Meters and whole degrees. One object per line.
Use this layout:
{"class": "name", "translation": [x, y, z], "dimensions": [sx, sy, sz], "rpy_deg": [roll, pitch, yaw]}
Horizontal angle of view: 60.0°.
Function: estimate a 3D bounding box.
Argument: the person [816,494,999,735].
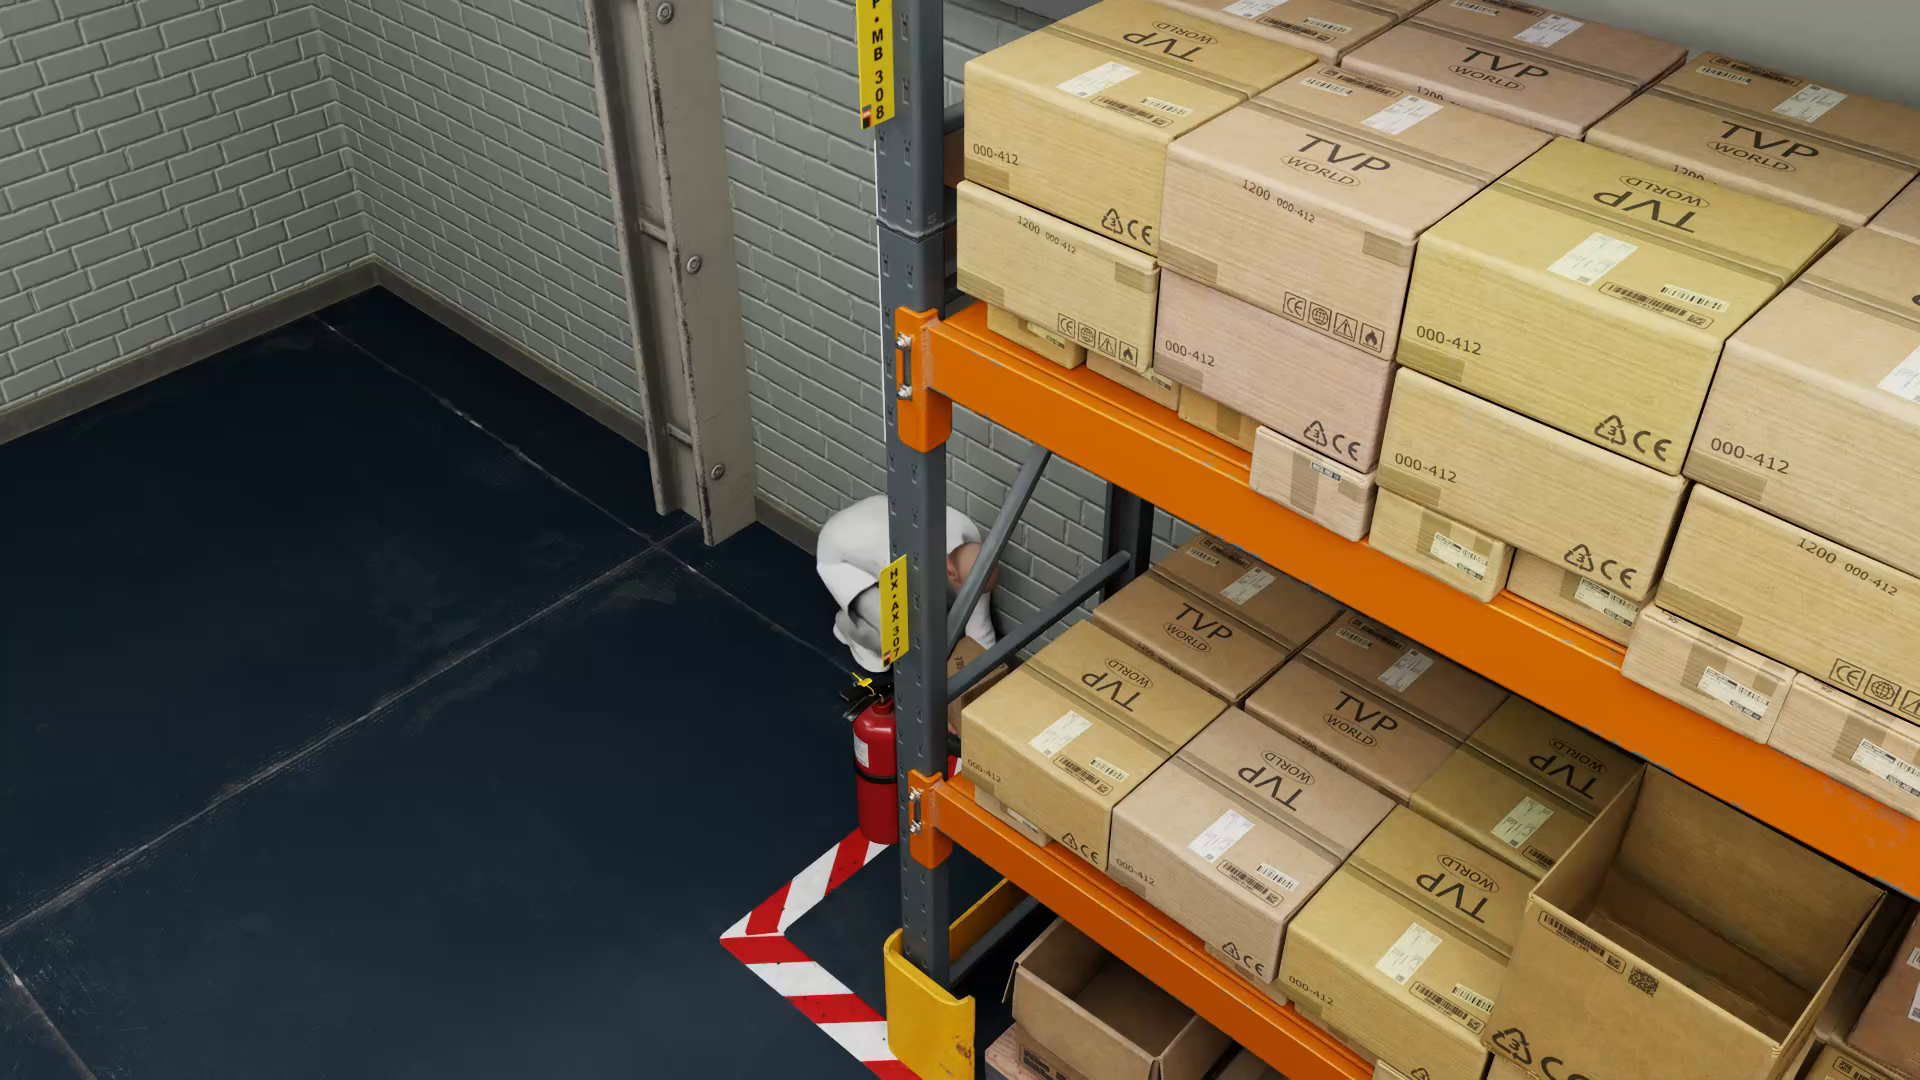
{"class": "person", "translation": [-0.186, 0.223, 6.743], "dimensions": [0.580, 0.872, 0.950], "rpy_deg": [-29, 47, -31]}
